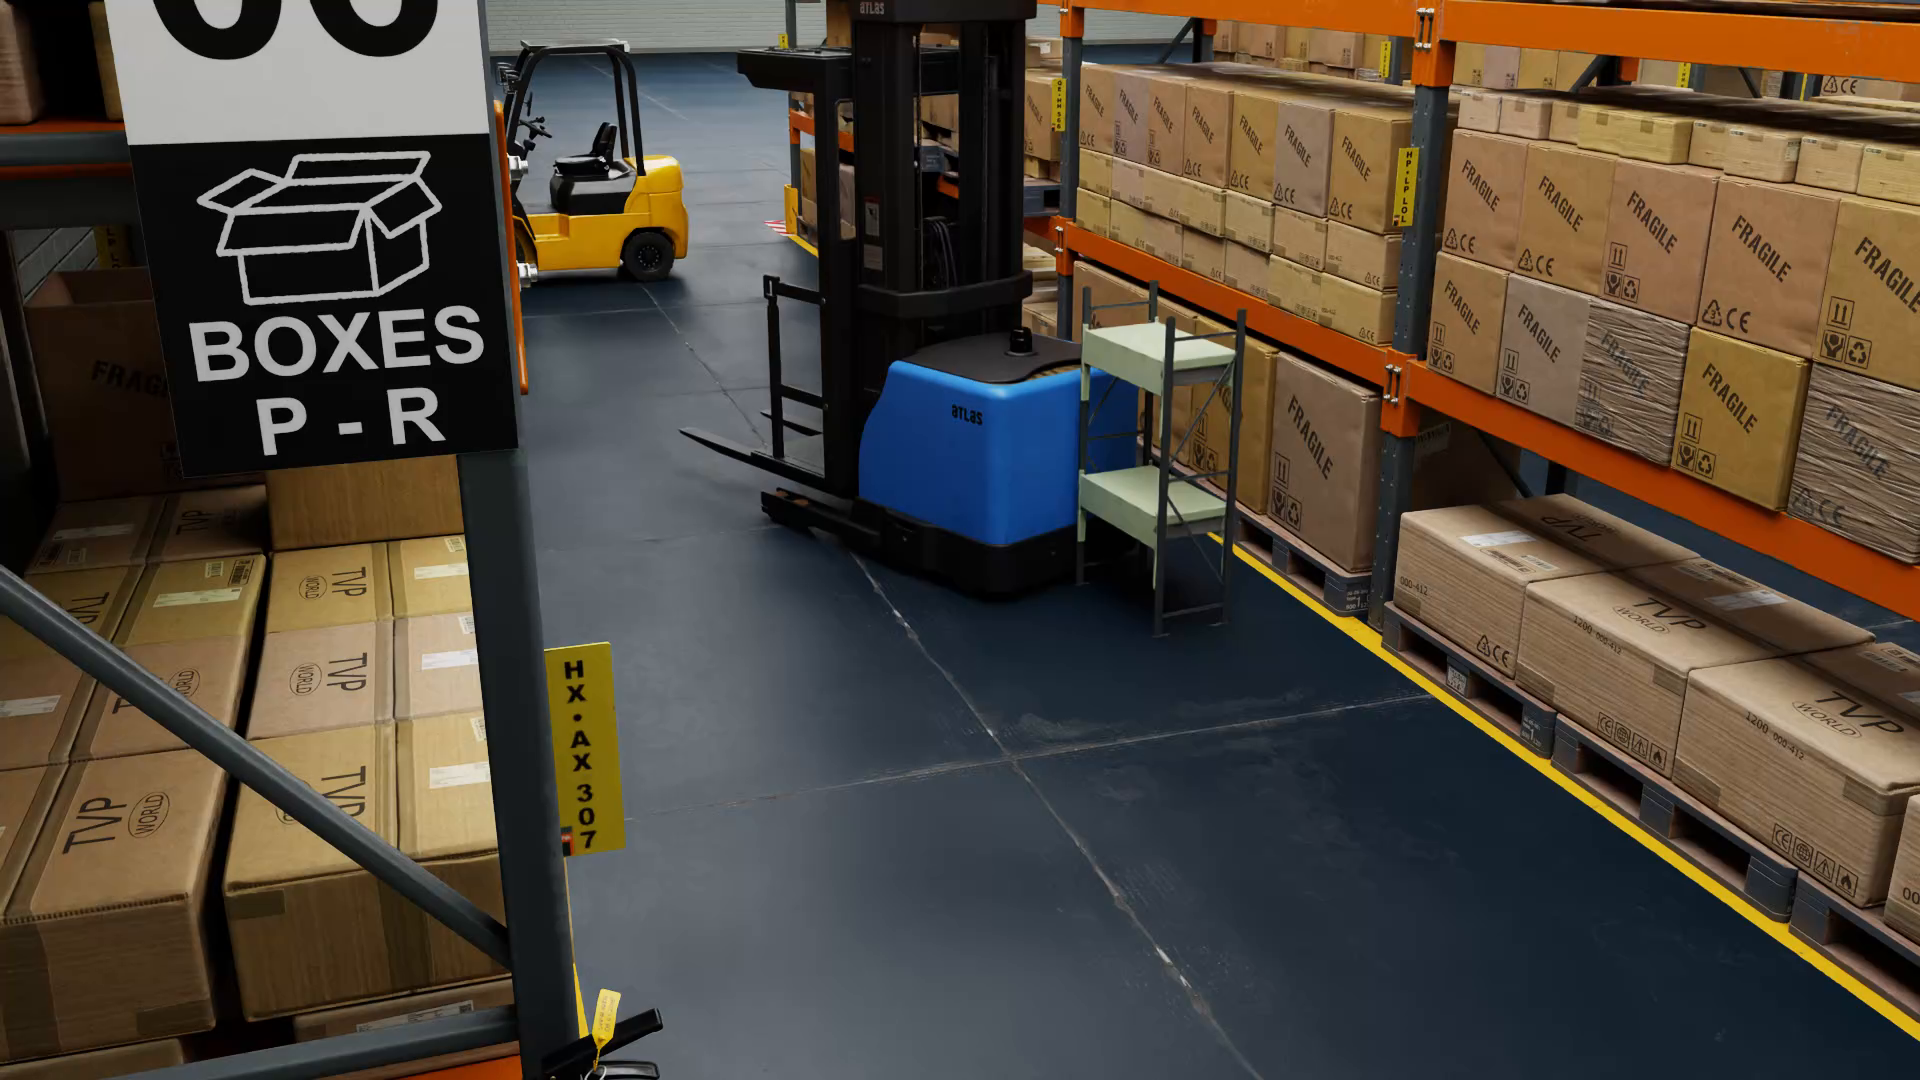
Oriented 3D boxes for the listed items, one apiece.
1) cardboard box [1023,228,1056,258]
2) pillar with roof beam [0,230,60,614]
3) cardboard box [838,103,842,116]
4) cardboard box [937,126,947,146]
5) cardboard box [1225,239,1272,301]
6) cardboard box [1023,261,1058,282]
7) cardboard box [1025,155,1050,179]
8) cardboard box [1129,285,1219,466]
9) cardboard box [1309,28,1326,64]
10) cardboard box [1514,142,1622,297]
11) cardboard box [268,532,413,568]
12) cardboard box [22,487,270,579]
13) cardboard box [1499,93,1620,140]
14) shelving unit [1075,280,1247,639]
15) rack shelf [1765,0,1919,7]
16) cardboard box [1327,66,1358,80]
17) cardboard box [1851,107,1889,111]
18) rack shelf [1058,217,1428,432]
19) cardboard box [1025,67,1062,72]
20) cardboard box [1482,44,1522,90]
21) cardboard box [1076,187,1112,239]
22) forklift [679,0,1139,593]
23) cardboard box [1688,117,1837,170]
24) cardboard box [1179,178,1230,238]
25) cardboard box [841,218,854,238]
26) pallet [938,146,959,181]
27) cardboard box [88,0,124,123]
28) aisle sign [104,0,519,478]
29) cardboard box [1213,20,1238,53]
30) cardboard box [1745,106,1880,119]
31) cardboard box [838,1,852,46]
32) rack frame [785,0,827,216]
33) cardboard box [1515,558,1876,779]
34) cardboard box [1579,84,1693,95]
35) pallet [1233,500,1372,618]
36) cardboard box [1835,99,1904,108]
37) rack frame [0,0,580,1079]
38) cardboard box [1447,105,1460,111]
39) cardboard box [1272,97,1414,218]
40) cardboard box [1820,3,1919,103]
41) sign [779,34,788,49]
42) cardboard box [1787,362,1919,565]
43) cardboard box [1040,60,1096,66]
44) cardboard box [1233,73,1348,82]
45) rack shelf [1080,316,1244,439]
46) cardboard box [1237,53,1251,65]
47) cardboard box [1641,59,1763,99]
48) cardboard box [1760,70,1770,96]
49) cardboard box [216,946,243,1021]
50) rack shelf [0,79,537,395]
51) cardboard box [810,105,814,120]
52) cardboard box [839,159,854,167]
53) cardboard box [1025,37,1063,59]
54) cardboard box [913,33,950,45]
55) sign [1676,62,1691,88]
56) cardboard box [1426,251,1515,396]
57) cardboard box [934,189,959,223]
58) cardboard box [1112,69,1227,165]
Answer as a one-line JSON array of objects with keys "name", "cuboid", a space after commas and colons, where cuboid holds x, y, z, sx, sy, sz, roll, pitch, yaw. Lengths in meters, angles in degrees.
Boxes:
[{"name": "cardboard box", "cuboid": [0.843, -2.927, 16.321, 0.500, 0.500, 0.500, 8, 21, 20]}, {"name": "pillar with roof beam", "cuboid": [1.142, -3.479, 5.291, 9.100, 9.000, 0.400, -6, 21, -17]}, {"name": "cardboard box", "cuboid": [-0.989, -4.411, 16.172, 0.500, 0.500, 0.500, -7, 21, -18]}, {"name": "cardboard box", "cuboid": [0.035, -3.231, 13.225, 0.380, 0.149, 0.250, -6, 21, -16]}, {"name": "cardboard box", "cuboid": [1.723, -1.420, 8.655, 0.500, 0.250, 0.500, -7, 21, -19]}, {"name": "cardboard box", "cuboid": [0.505, -1.953, 13.183, 0.950, 0.372, 0.625, -6, 21, -15]}, {"name": "cardboard box", "cuboid": [0.666, -2.568, 11.379, 0.380, 0.149, 0.250, -6, 21, -16]}, {"name": "cardboard box", "cuboid": [1.560, -1.010, 9.814, 0.875, 0.875, 0.875, -6, 21, -17]}, {"name": "cardboard box", "cuboid": [4.150, -5.225, 17.206, 0.875, 0.550, 0.550, -6, 21, -17]}, {"name": "cardboard box", "cuboid": [2.475, -1.223, 6.256, 0.500, 0.500, 0.500, -7, 21, -18]}, {"name": "cardboard box", "cuboid": [-1.440, 0.036, 4.160, 0.500, 0.250, 0.500, -7, 21, -19]}, {"name": "cardboard box", "cuboid": [-1.924, 0.084, 4.026, 0.500, 0.250, 0.500, -6, 21, -17]}, {"name": "cardboard box", "cuboid": [2.351, -1.660, 6.513, 0.380, 0.149, 0.250, -6, 21, -16]}, {"name": "shelving unit", "cuboid": [0.917, -0.394, 7.793, 0.431, 1.500, 0.755, -9, 22, -24]}, {"name": "rack shelf", "cuboid": [6.441, -3.320, 10.348, 1.077, 0.370, 4.000, -6, 21, -17]}, {"name": "cardboard box", "cuboid": [4.234, -4.534, 16.879, 0.875, 0.550, 0.550, -6, 21, -17]}, {"name": "cardboard box", "cuboid": [6.017, -2.829, 11.224, 0.380, 0.149, 0.250, -7, 21, -19]}, {"name": "rack shelf", "cuboid": [1.774, -1.349, 9.300, 1.077, 0.370, 4.000, -6, 21, -17]}, {"name": "cardboard box", "cuboid": [0.406, -3.157, 12.061, 0.500, 0.500, 0.500, -8, 21, -21]}, {"name": "cardboard box", "cuboid": [5.039, -4.204, 14.556, 0.700, 0.500, 0.500, -6, 21, -17]}, {"name": "cardboard box", "cuboid": [1.060, -2.075, 10.479, 0.500, 0.250, 0.500, -7, 21, -18]}, {"name": "forklift", "cuboid": [-0.450, -1.541, 8.870, 1.130, 2.935, 3.031, -17, 26, -39]}, {"name": "cardboard box", "cuboid": [2.705, -1.336, 5.611, 0.380, 0.149, 0.250, -6, 21, -17]}, {"name": "cardboard box", "cuboid": [1.524, -1.814, 9.013, 0.500, 0.250, 0.500, -6, 21, -16]}, {"name": "cardboard box", "cuboid": [-0.885, -3.012, 16.310, 0.500, 0.250, 0.500, -6, 21, -16]}, {"name": "pallet", "cuboid": [0.484, -2.870, 12.755, 1.003, 0.211, 1.213, -6, 21, -17]}, {"name": "cardboard box", "cuboid": [-0.930, -0.654, 2.235, 0.380, 0.149, 0.250, -6, 21, -16]}, {"name": "aisle sign", "cuboid": [-0.751, -0.467, 1.933, 0.394, 0.787, 0.004, -6, 21, -17]}, {"name": "cardboard box", "cuboid": [3.378, -5.911, 19.117, 0.875, 0.550, 0.550, -6, 21, -17]}, {"name": "cardboard box", "cuboid": [3.060, -1.471, 5.988, 0.380, 0.149, 0.250, -7, 21, -18]}, {"name": "cardboard box", "cuboid": [-0.849, -5.251, 17.031, 0.700, 0.500, 0.500, -6, 21, -17]}, {"name": "rack frame", "cuboid": [-1.369, -4.897, 18.113, 1.000, 3.000, 0.127, -6, 21, -17]}, {"name": "cardboard box", "cuboid": [2.780, 0.462, 6.362, 0.875, 0.438, 0.875, -7, 21, -19]}, {"name": "cardboard box", "cuboid": [2.802, -1.804, 6.915, 0.380, 0.149, 0.250, -7, 21, -18]}, {"name": "pallet", "cuboid": [2.089, 0.027, 8.530, 1.003, 0.211, 1.213, -6, 21, -17]}, {"name": "cardboard box", "cuboid": [6.479, -3.058, 11.864, 0.380, 0.149, 0.250, -7, 21, -18]}, {"name": "rack frame", "cuboid": [-1.048, 0.766, 2.347, 0.949, 2.616, 0.053, -6, 21, -17]}, {"name": "cardboard box", "cuboid": [2.537, -1.736, 7.684, 0.500, 0.500, 0.500, -6, 21, -17]}, {"name": "cardboard box", "cuboid": [1.854, -1.846, 7.991, 0.500, 0.500, 0.500, -6, 21, -16]}, {"name": "cardboard box", "cuboid": [9.413, -4.877, 16.547, 1.000, 1.000, 1.000, -6, 21, -17]}, {"name": "sign", "cuboid": [-1.884, -5.247, 17.806, 0.100, 0.325, 0.005, -6, 21, -17]}, {"name": "cardboard box", "cuboid": [2.943, -0.263, 5.063, 0.500, 0.500, 0.500, -6, 21, -16]}, {"name": "cardboard box", "cuboid": [0.730, -3.381, 12.683, 0.500, 0.500, 0.500, -7, 21, -19]}, {"name": "cardboard box", "cuboid": [1.875, -2.385, 9.493, 0.500, 0.500, 0.500, -6, 21, -17]}, {"name": "rack shelf", "cuboid": [0.917, -0.761, 7.661, 0.431, 0.370, 0.720, -9, 22, -24]}, {"name": "cardboard box", "cuboid": [3.652, -5.238, 18.839, 0.875, 0.550, 0.550, -6, 21, -17]}, {"name": "cardboard box", "cuboid": [5.681, -3.551, 12.738, 0.700, 0.500, 0.500, -7, 21, -17]}, {"name": "cardboard box", "cuboid": [9.090, -5.169, 18.281, 0.875, 0.500, 0.500, -6, 21, -17]}, {"name": "cardboard box", "cuboid": [-1.431, 0.718, 2.851, 0.380, 0.149, 0.250, -6, 21, -16]}, {"name": "rack shelf", "cuboid": [-1.680, -0.949, 3.748, 1.077, 0.370, 4.000, -6, 21, -17]}, {"name": "cardboard box", "cuboid": [-1.323, -4.388, 17.068, 0.380, 0.149, 0.250, -6, 21, -16]}, {"name": "cardboard box", "cuboid": [-1.052, -3.529, 16.640, 0.500, 0.500, 0.500, -6, 21, -16]}, {"name": "cardboard box", "cuboid": [0.585, -3.874, 13.096, 0.380, 0.149, 0.250, -7, 21, -20]}, {"name": "cardboard box", "cuboid": [-0.300, -4.115, 13.767, 0.380, 0.149, 0.250, -6, 21, -17]}, {"name": "sign", "cuboid": [5.287, -3.373, 12.157, 0.100, 0.325, 0.005, -6, 21, -17]}, {"name": "cardboard box", "cuboid": [2.302, -0.915, 6.878, 0.500, 0.500, 0.500, -6, 21, -15]}, {"name": "cardboard box", "cuboid": [-0.041, -3.088, 15.413, 0.500, 0.500, 0.500, -5, 20, -15]}, {"name": "cardboard box", "cuboid": [1.233, -2.505, 9.826, 0.500, 0.500, 0.500, -6, 21, -17]}]
